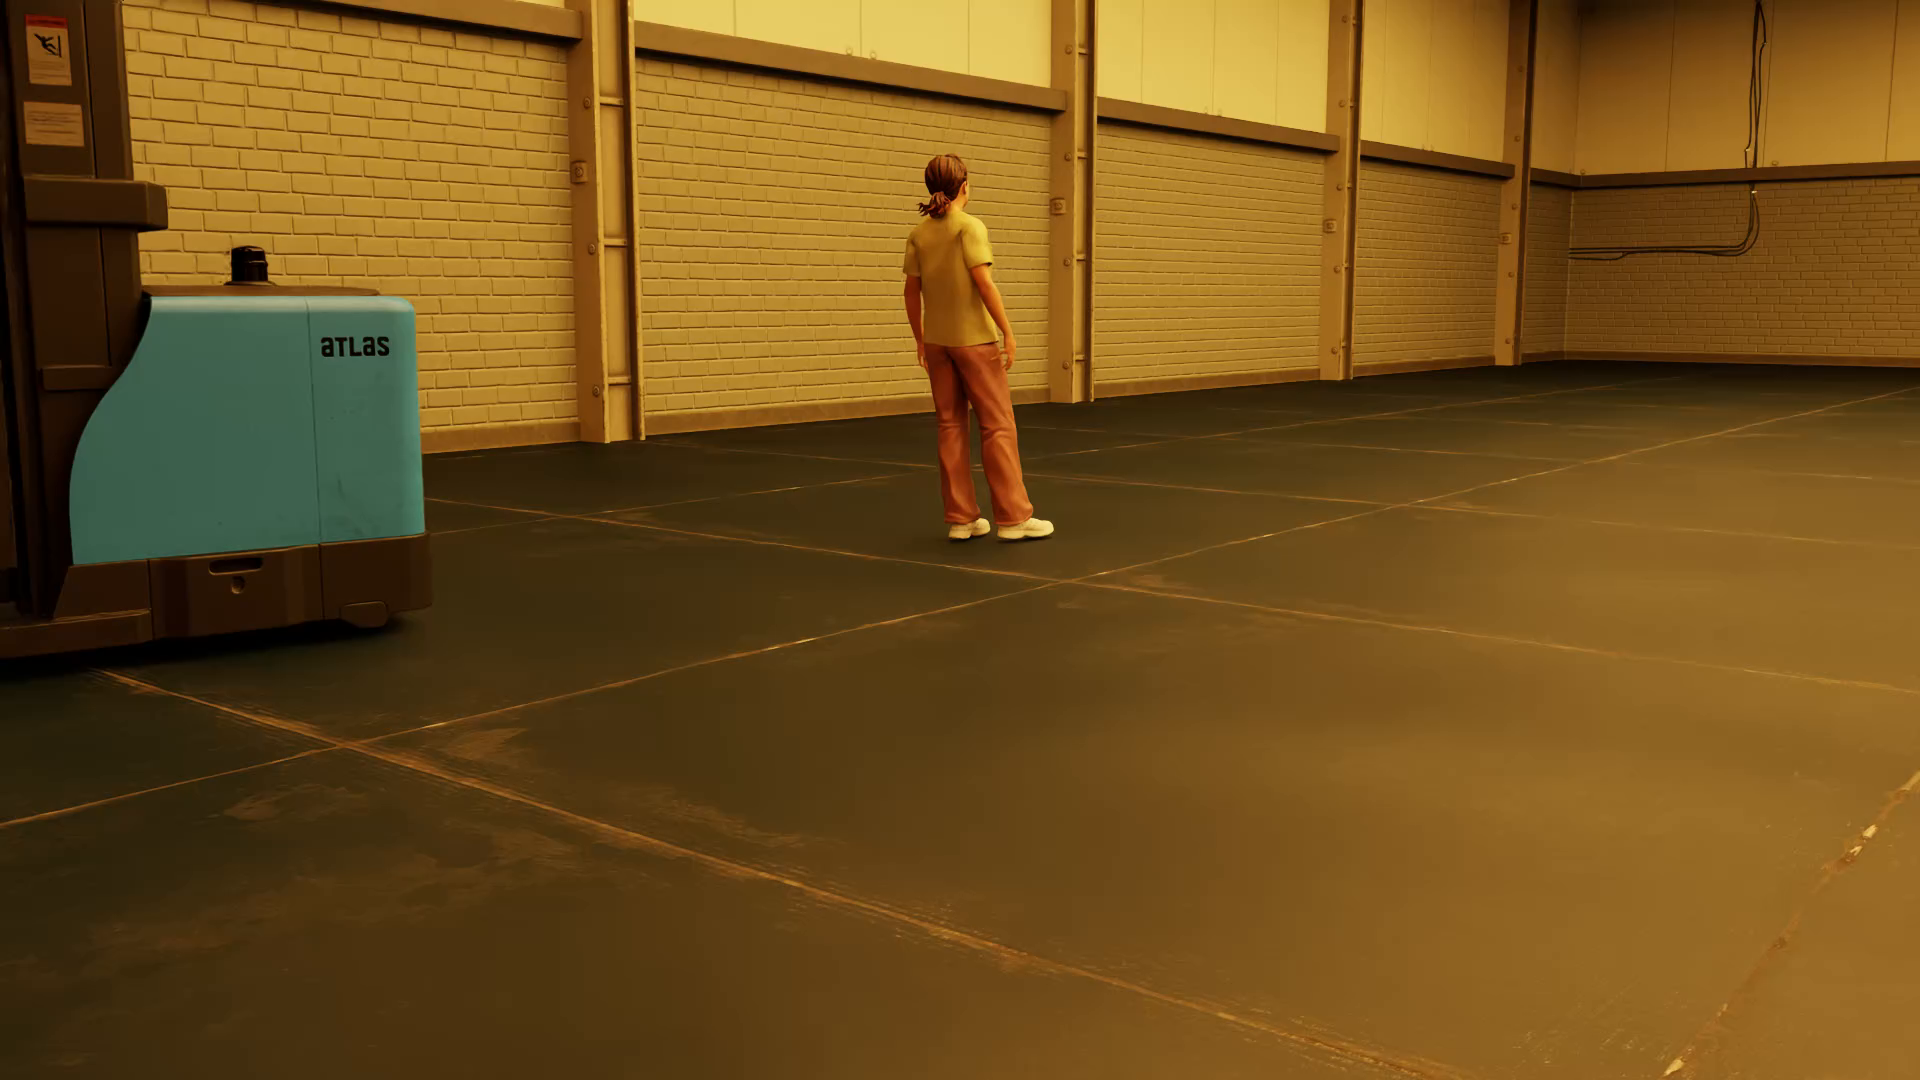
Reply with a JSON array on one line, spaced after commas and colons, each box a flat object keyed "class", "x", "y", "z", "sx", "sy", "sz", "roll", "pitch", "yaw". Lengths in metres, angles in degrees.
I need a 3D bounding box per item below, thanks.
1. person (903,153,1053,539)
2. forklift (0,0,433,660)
[{"class": "person", "x": 0.056, "y": -0.844, "z": 7.332, "sx": 0.553, "sy": 1.675, "sz": 0.549, "roll": 7, "pitch": 11, "yaw": 38}, {"class": "forklift", "x": -3.207, "y": -1.088, "z": 4.715, "sx": 3.031, "sy": 2.935, "sz": 1.130, "roll": -6, "pitch": 10, "yaw": -37}]
